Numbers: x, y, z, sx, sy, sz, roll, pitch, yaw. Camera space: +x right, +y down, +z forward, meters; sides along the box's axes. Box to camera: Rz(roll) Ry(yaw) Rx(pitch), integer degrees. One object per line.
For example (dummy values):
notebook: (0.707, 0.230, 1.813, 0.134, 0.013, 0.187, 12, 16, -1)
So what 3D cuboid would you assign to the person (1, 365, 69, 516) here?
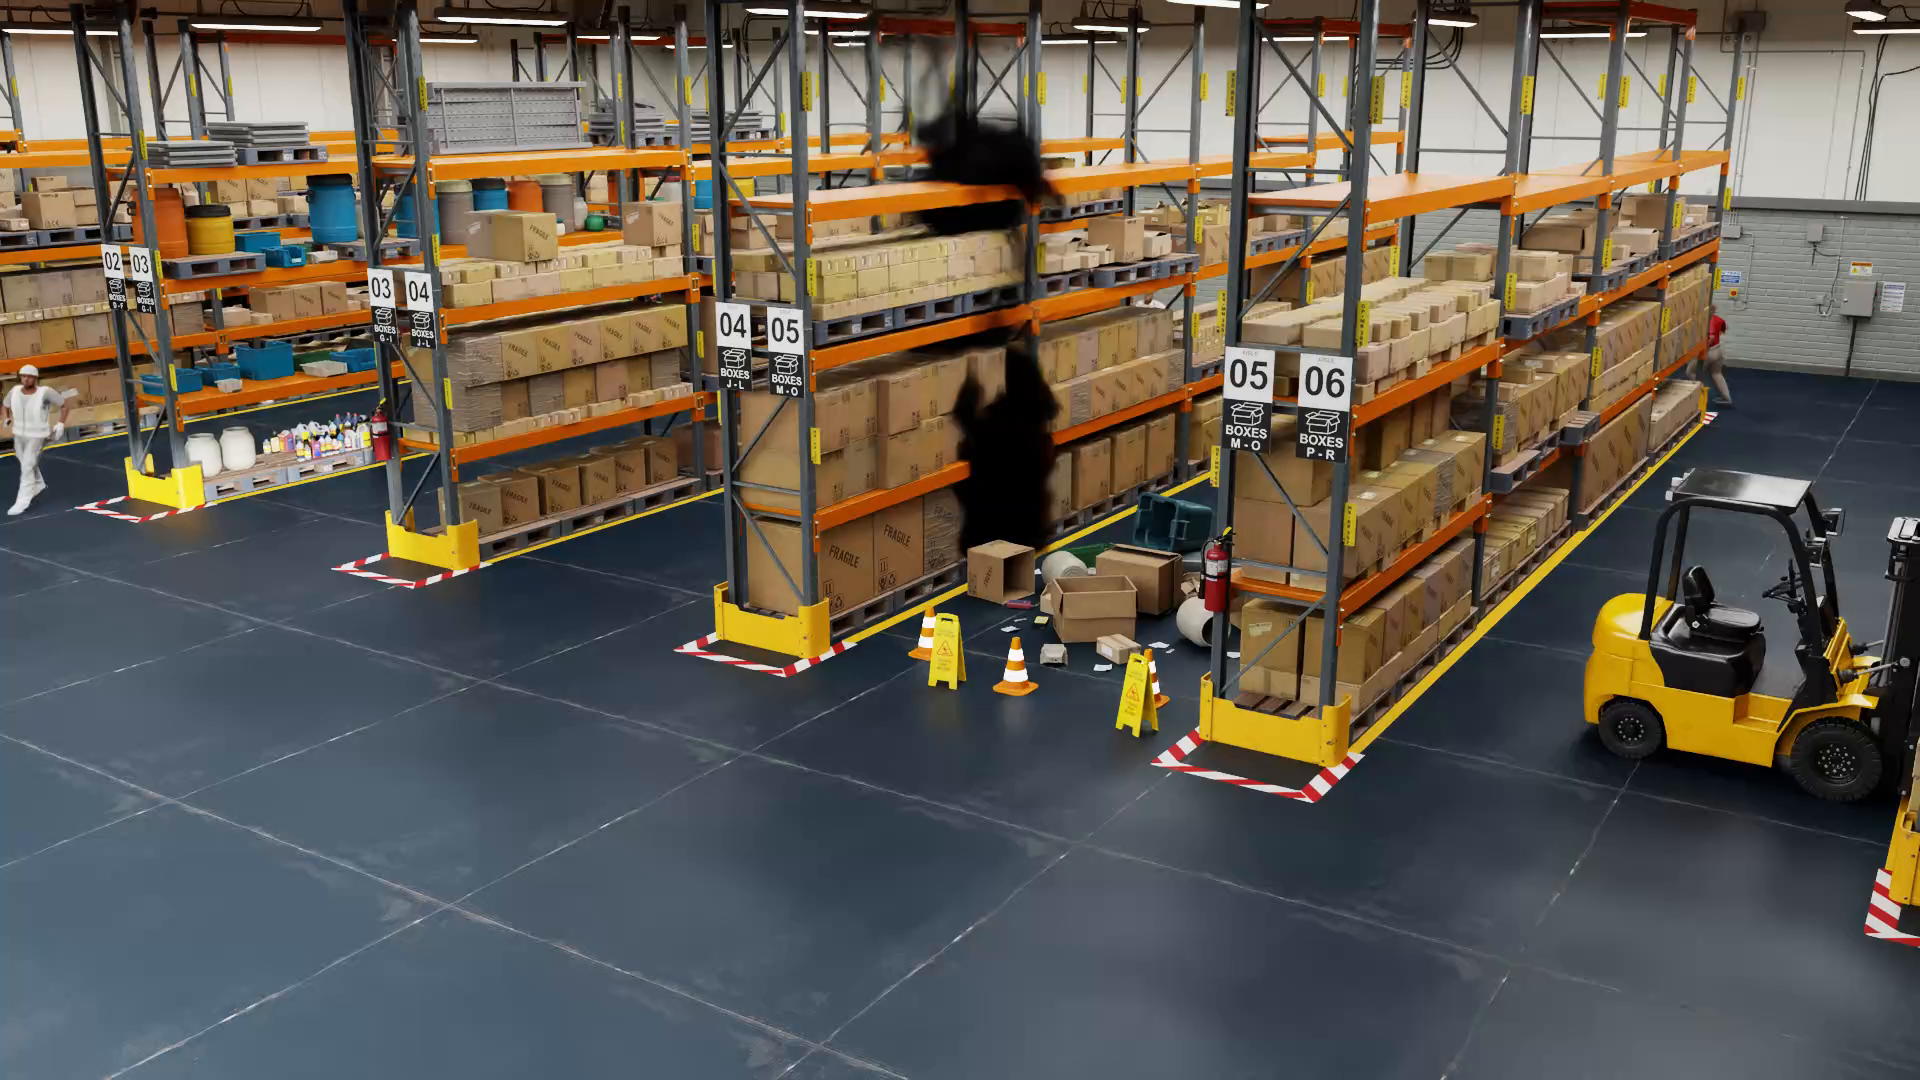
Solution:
person: (-11.425, -1.270, 20.465, 0.742, 1.784, 0.917, 1, 16, 5)

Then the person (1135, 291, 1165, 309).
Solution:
person: (3.213, -3.508, 28.608, 0.677, 1.738, 0.595, 7, 17, 25)

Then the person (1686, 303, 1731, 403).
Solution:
person: (12.094, -2.977, 26.864, 0.776, 1.717, 0.666, -12, 19, -36)
